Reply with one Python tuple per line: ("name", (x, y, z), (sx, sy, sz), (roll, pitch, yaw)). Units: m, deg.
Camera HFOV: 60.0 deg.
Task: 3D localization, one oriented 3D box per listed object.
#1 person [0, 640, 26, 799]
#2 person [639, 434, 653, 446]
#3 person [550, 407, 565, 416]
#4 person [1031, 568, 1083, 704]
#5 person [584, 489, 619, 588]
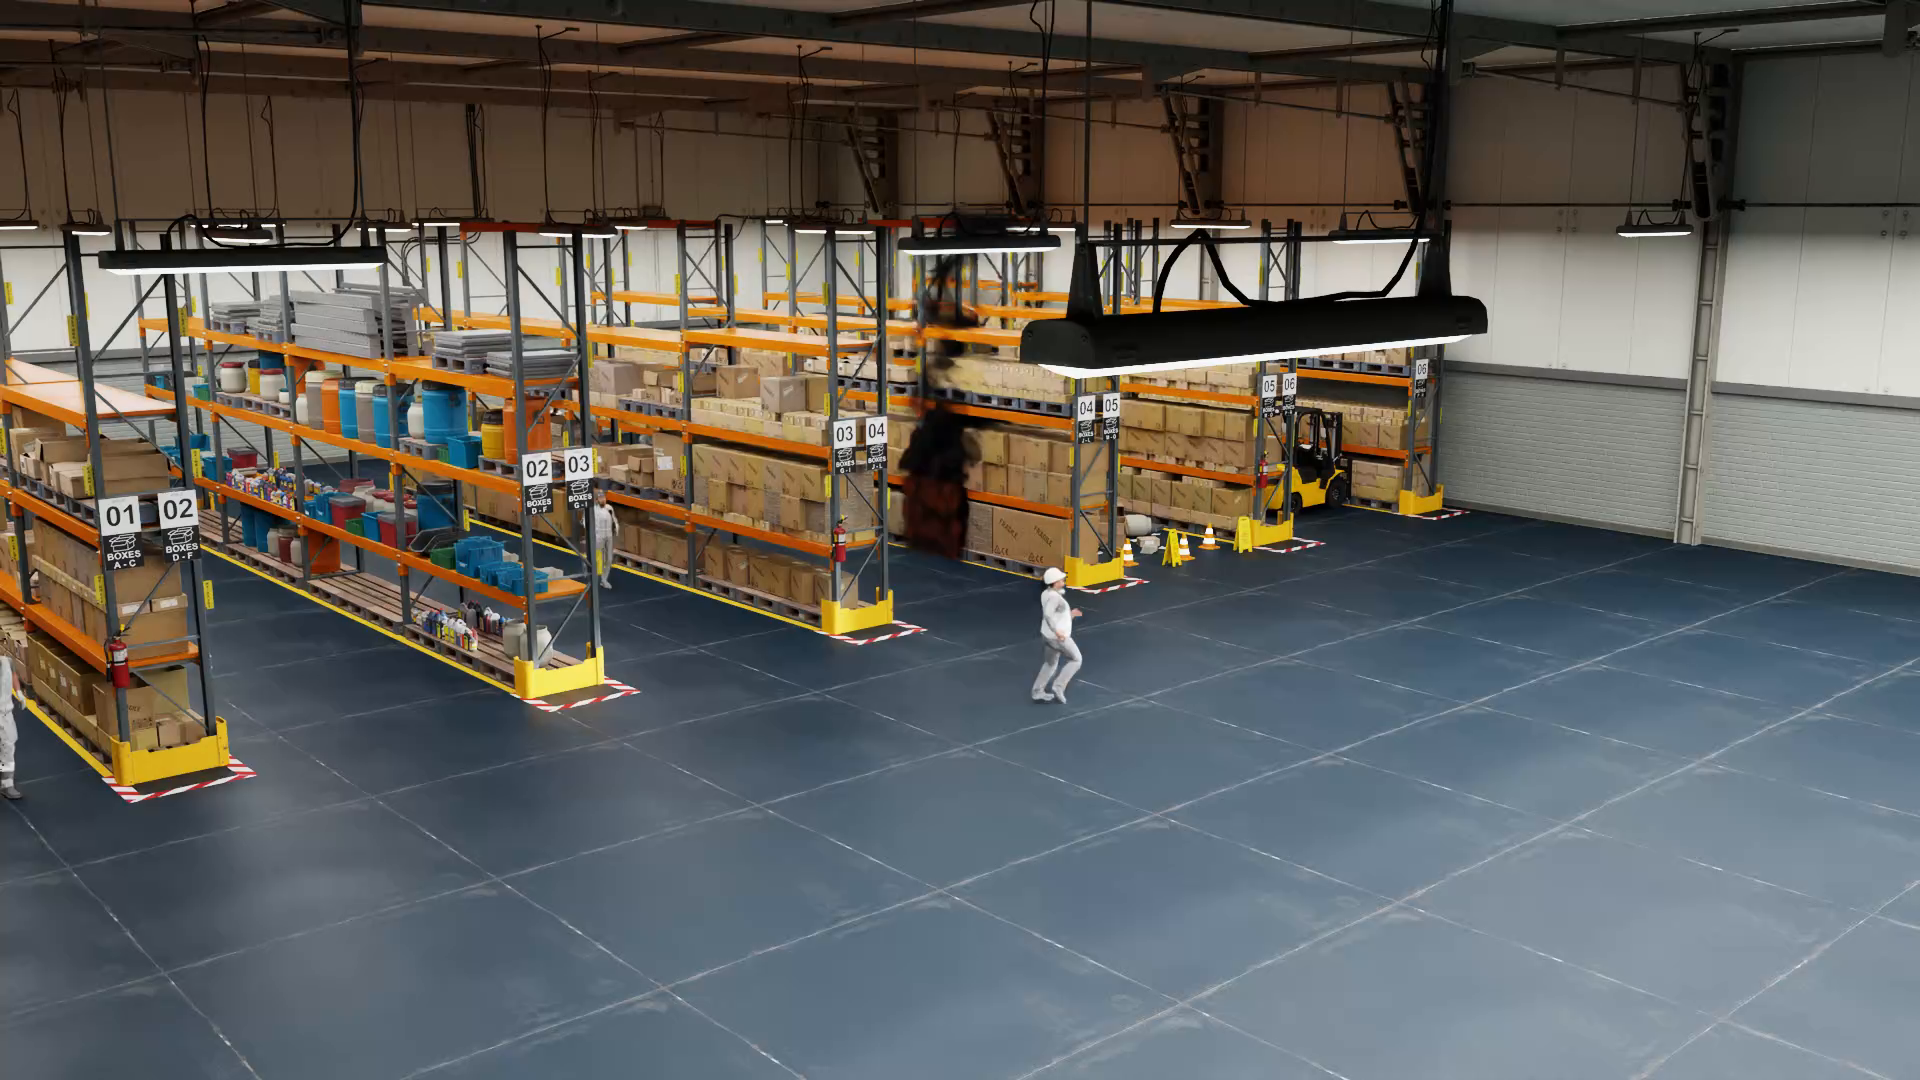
("person", (-10.499, 1.876, 18.074), (0.876, 1.779, 0.699), (7, 13, 31))
("person", (-7.891, -2.876, 41.955), (0.579, 1.638, 0.835), (11, 16, 44))
("person", (-9.918, -2.550, 40.156), (0.558, 1.706, 0.780), (-11, 15, -42))
("person", (1.261, 1.229, 21.330), (0.695, 1.773, 0.634), (-4, 12, -18))
("person", (-6.016, -0.044, 27.944), (0.615, 1.676, 0.603), (-10, 15, -39))
